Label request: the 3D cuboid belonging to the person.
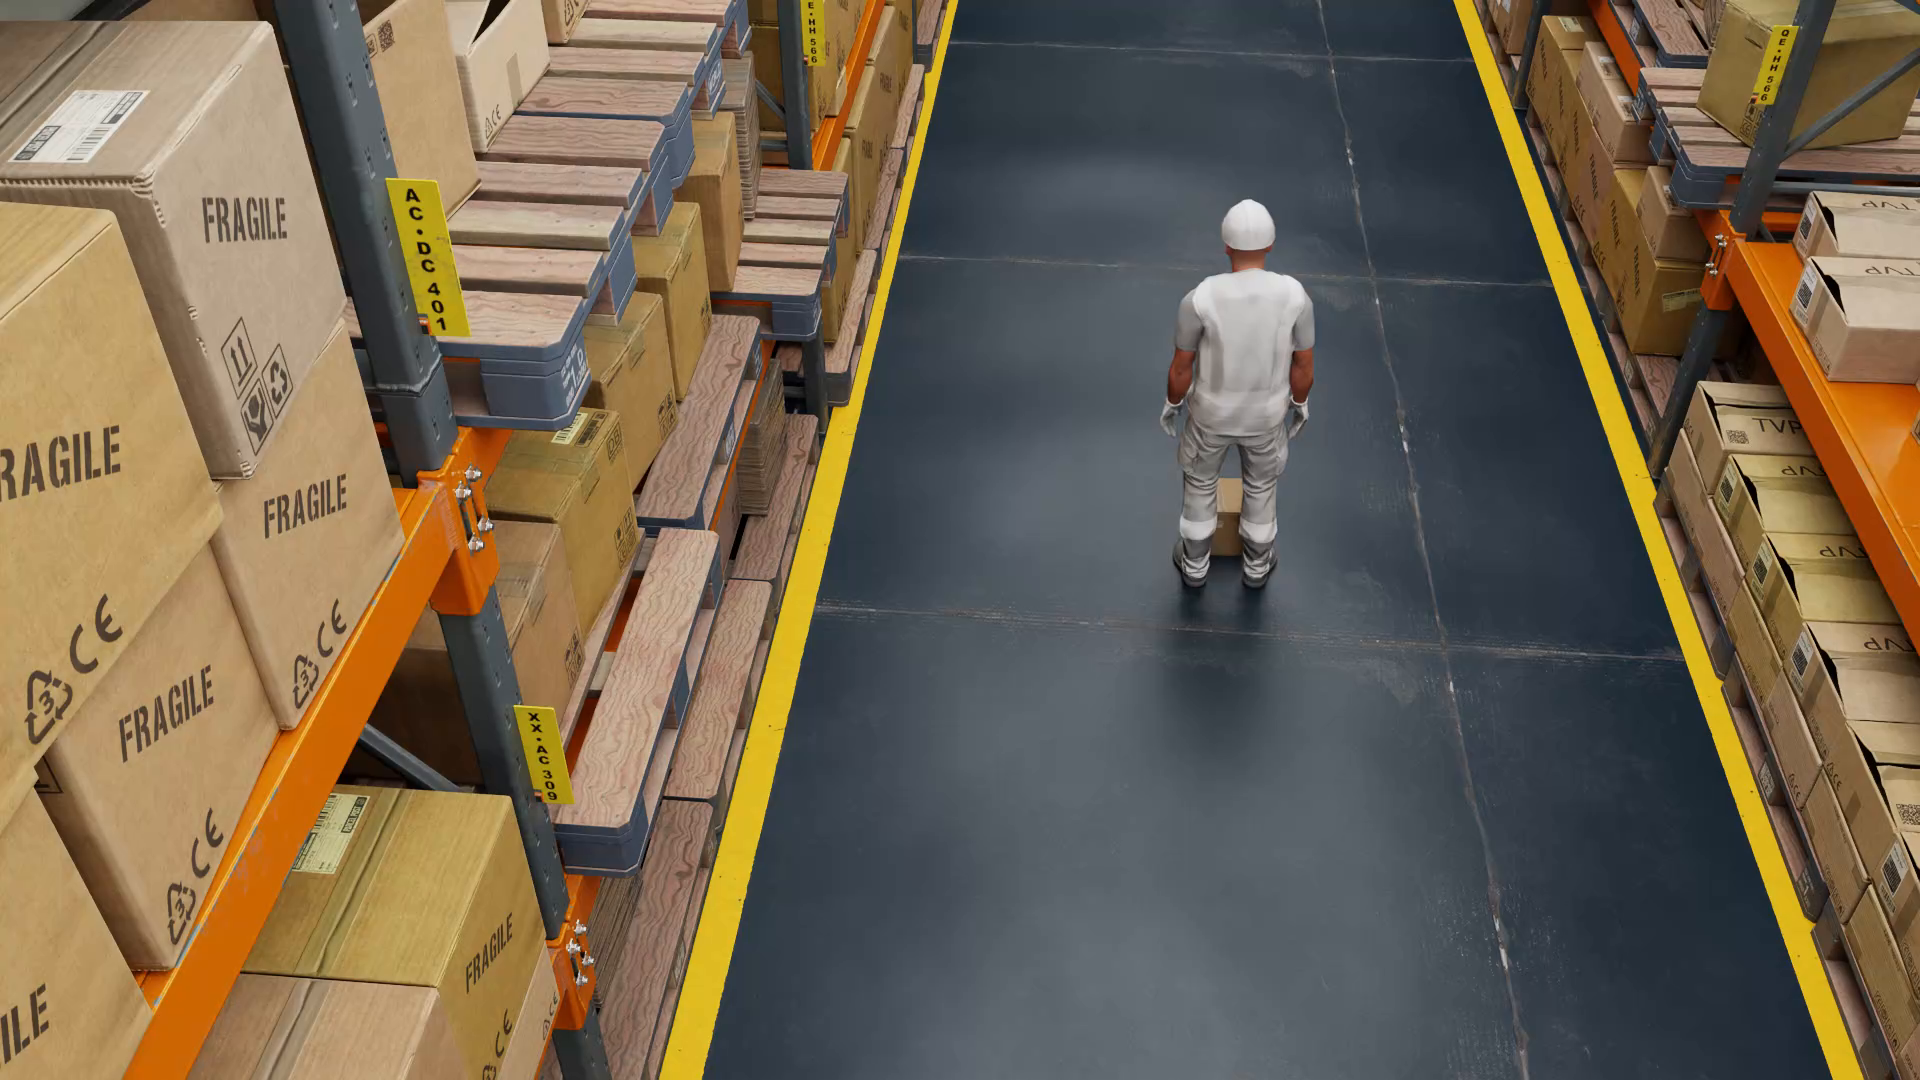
[{"bbox_3d":[1.127,-0.547,6.805,0.610,1.777,0.452,1,40,2],"label":"person"}]
